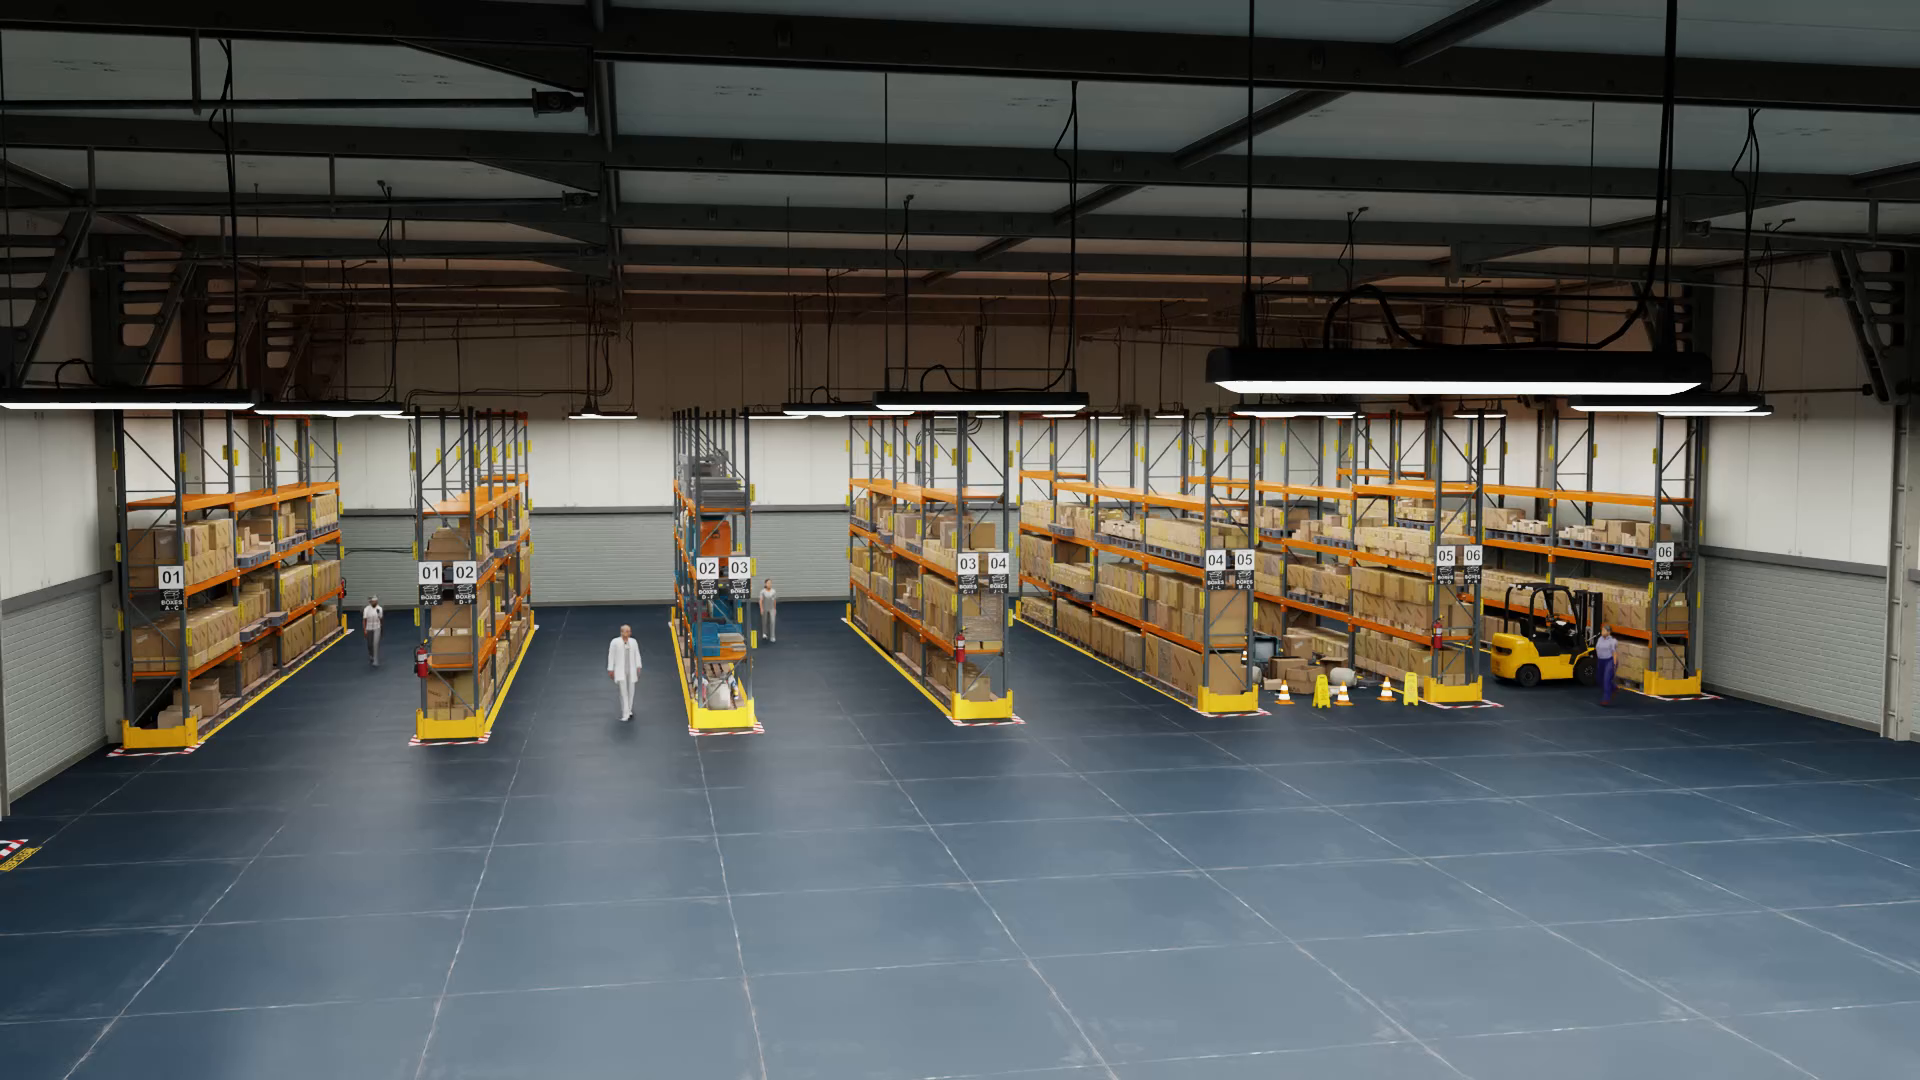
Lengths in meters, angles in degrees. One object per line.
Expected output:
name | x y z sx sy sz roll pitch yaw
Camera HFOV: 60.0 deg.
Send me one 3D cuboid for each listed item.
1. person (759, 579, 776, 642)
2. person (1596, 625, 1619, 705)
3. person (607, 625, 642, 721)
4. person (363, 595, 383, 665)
person | -5.010 1.821 43.388 0.468 1.612 1.082 -1 4 -15
person | 13.152 2.507 33.680 0.752 1.616 0.482 -2 5 -29
person | -6.444 2.571 32.201 0.617 1.812 0.756 -3 5 -34
person | -13.843 2.100 39.233 0.431 1.621 1.045 -1 4 -12
